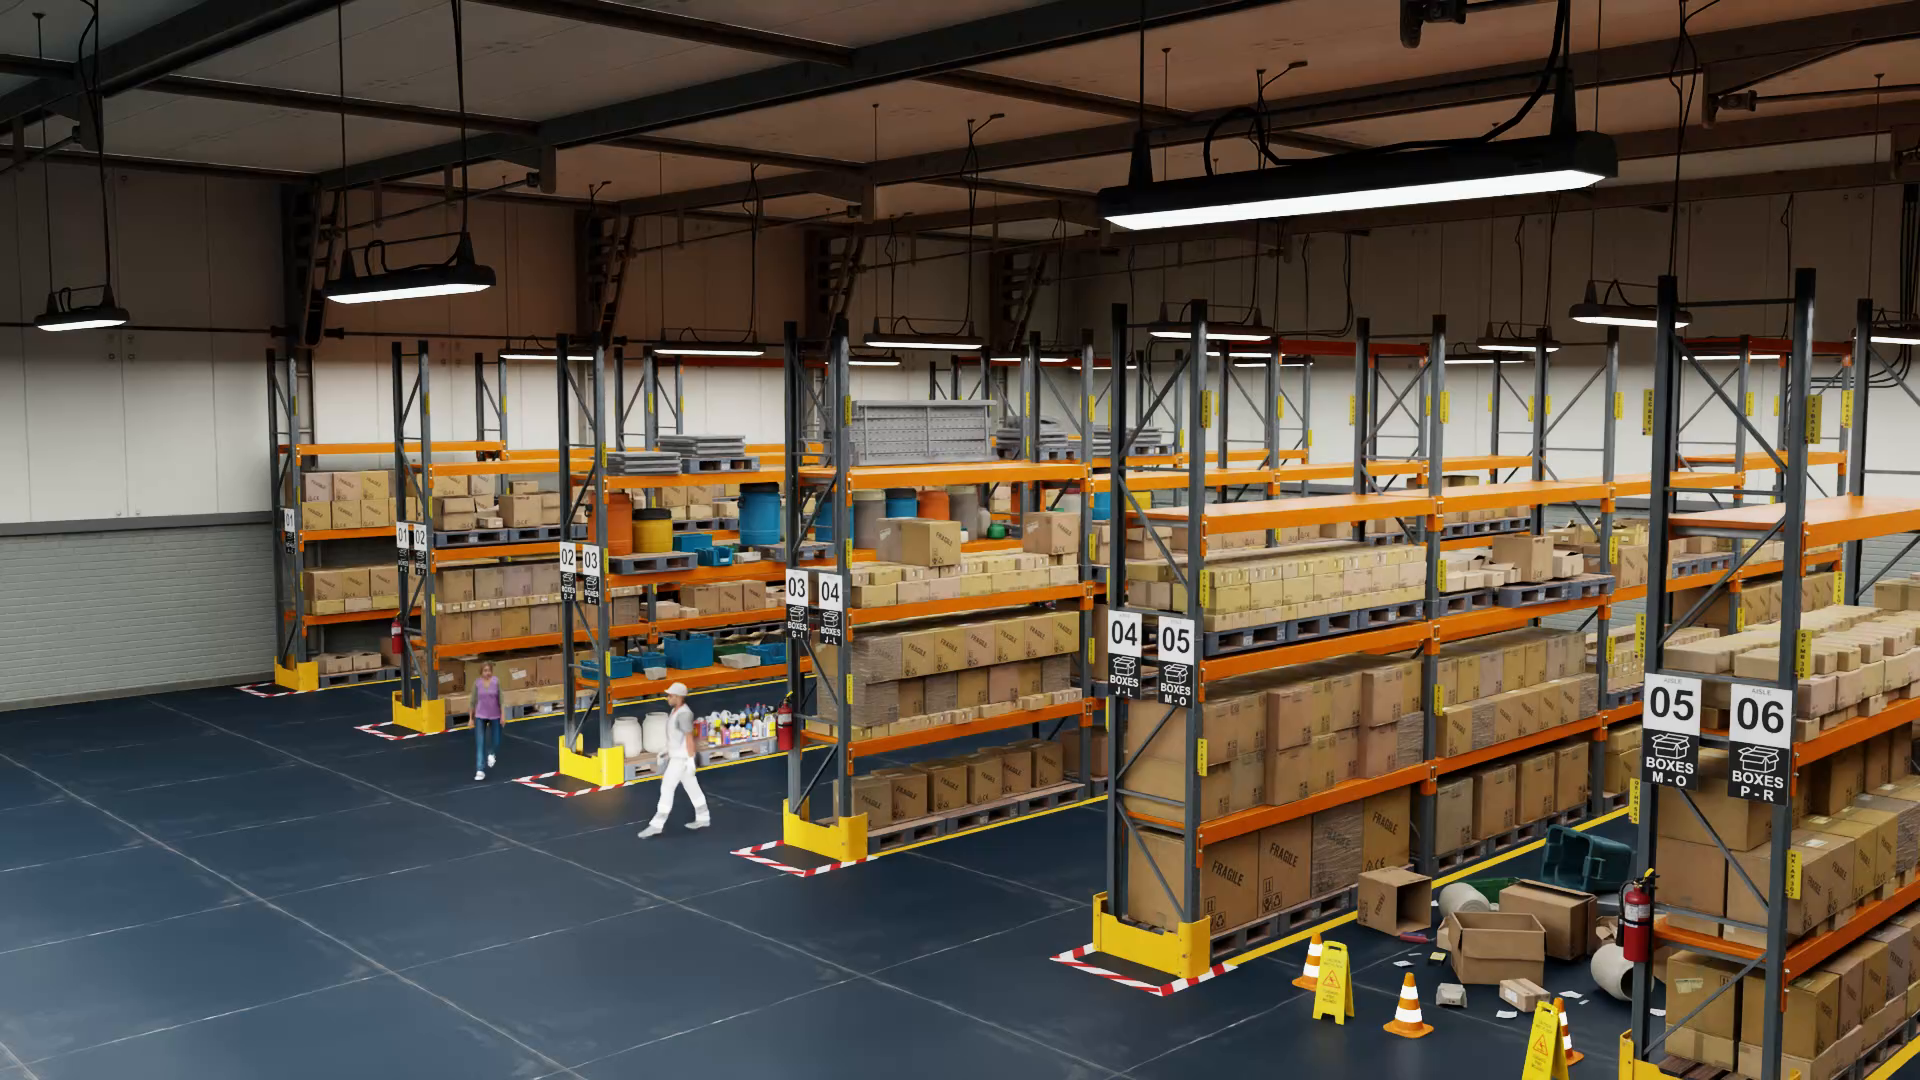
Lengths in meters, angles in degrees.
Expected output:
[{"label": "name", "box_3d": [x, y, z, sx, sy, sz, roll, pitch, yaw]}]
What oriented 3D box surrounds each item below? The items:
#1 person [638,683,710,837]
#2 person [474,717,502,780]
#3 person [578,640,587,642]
[{"label": "person", "box_3d": [-3.397, 2.563, 19.666, 0.866, 1.754, 0.553, -1, 5, -14]}, {"label": "person", "box_3d": [-6.433, 2.735, 22.666, 0.365, 0.915, 0.805, -1, 5, -17]}, {"label": "person", "box_3d": [-6.889, 1.814, 29.960, 0.442, 1.332, 0.806, 3, 6, 31]}]
